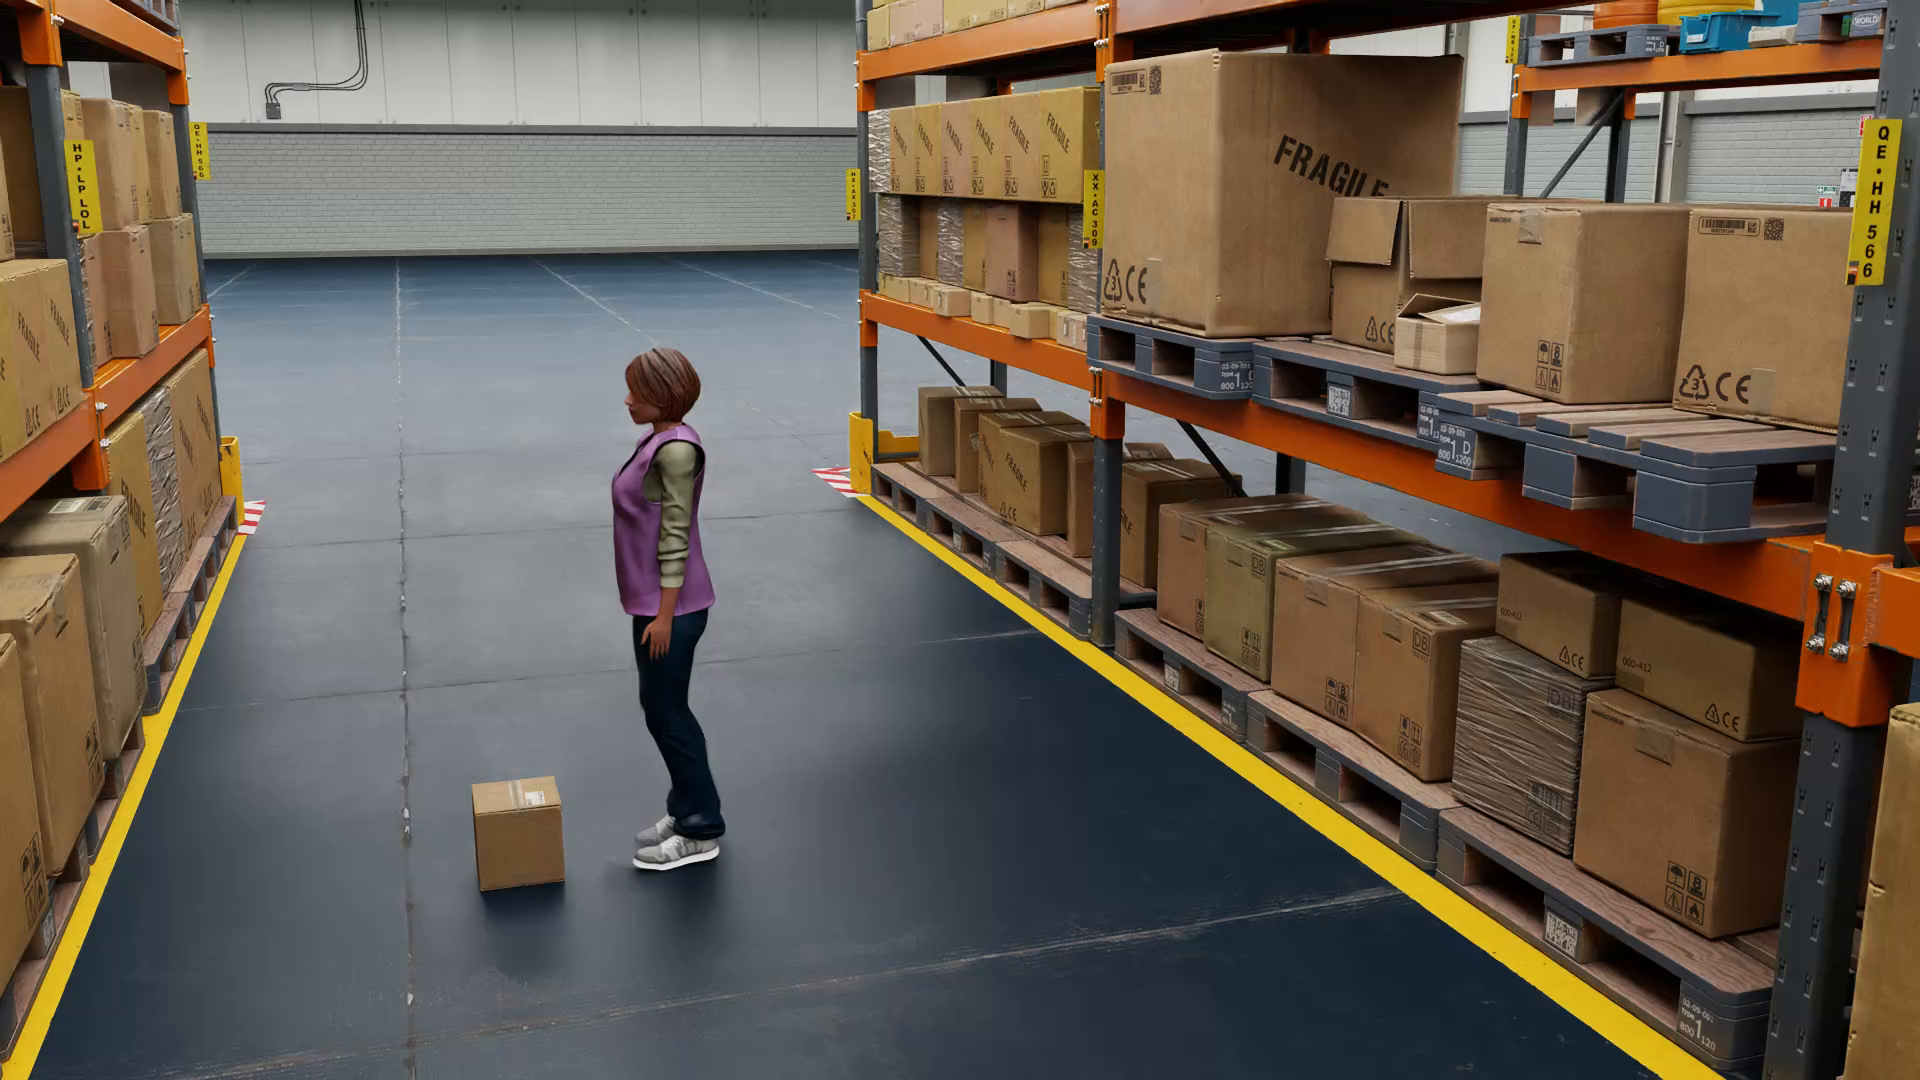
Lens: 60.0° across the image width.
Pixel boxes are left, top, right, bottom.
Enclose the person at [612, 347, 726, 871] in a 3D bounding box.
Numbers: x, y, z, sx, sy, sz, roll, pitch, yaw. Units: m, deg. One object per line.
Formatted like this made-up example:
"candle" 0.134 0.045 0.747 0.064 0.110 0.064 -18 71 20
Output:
"person" -0.891 0.223 5.067 0.312 1.621 0.406 -4 13 -17
